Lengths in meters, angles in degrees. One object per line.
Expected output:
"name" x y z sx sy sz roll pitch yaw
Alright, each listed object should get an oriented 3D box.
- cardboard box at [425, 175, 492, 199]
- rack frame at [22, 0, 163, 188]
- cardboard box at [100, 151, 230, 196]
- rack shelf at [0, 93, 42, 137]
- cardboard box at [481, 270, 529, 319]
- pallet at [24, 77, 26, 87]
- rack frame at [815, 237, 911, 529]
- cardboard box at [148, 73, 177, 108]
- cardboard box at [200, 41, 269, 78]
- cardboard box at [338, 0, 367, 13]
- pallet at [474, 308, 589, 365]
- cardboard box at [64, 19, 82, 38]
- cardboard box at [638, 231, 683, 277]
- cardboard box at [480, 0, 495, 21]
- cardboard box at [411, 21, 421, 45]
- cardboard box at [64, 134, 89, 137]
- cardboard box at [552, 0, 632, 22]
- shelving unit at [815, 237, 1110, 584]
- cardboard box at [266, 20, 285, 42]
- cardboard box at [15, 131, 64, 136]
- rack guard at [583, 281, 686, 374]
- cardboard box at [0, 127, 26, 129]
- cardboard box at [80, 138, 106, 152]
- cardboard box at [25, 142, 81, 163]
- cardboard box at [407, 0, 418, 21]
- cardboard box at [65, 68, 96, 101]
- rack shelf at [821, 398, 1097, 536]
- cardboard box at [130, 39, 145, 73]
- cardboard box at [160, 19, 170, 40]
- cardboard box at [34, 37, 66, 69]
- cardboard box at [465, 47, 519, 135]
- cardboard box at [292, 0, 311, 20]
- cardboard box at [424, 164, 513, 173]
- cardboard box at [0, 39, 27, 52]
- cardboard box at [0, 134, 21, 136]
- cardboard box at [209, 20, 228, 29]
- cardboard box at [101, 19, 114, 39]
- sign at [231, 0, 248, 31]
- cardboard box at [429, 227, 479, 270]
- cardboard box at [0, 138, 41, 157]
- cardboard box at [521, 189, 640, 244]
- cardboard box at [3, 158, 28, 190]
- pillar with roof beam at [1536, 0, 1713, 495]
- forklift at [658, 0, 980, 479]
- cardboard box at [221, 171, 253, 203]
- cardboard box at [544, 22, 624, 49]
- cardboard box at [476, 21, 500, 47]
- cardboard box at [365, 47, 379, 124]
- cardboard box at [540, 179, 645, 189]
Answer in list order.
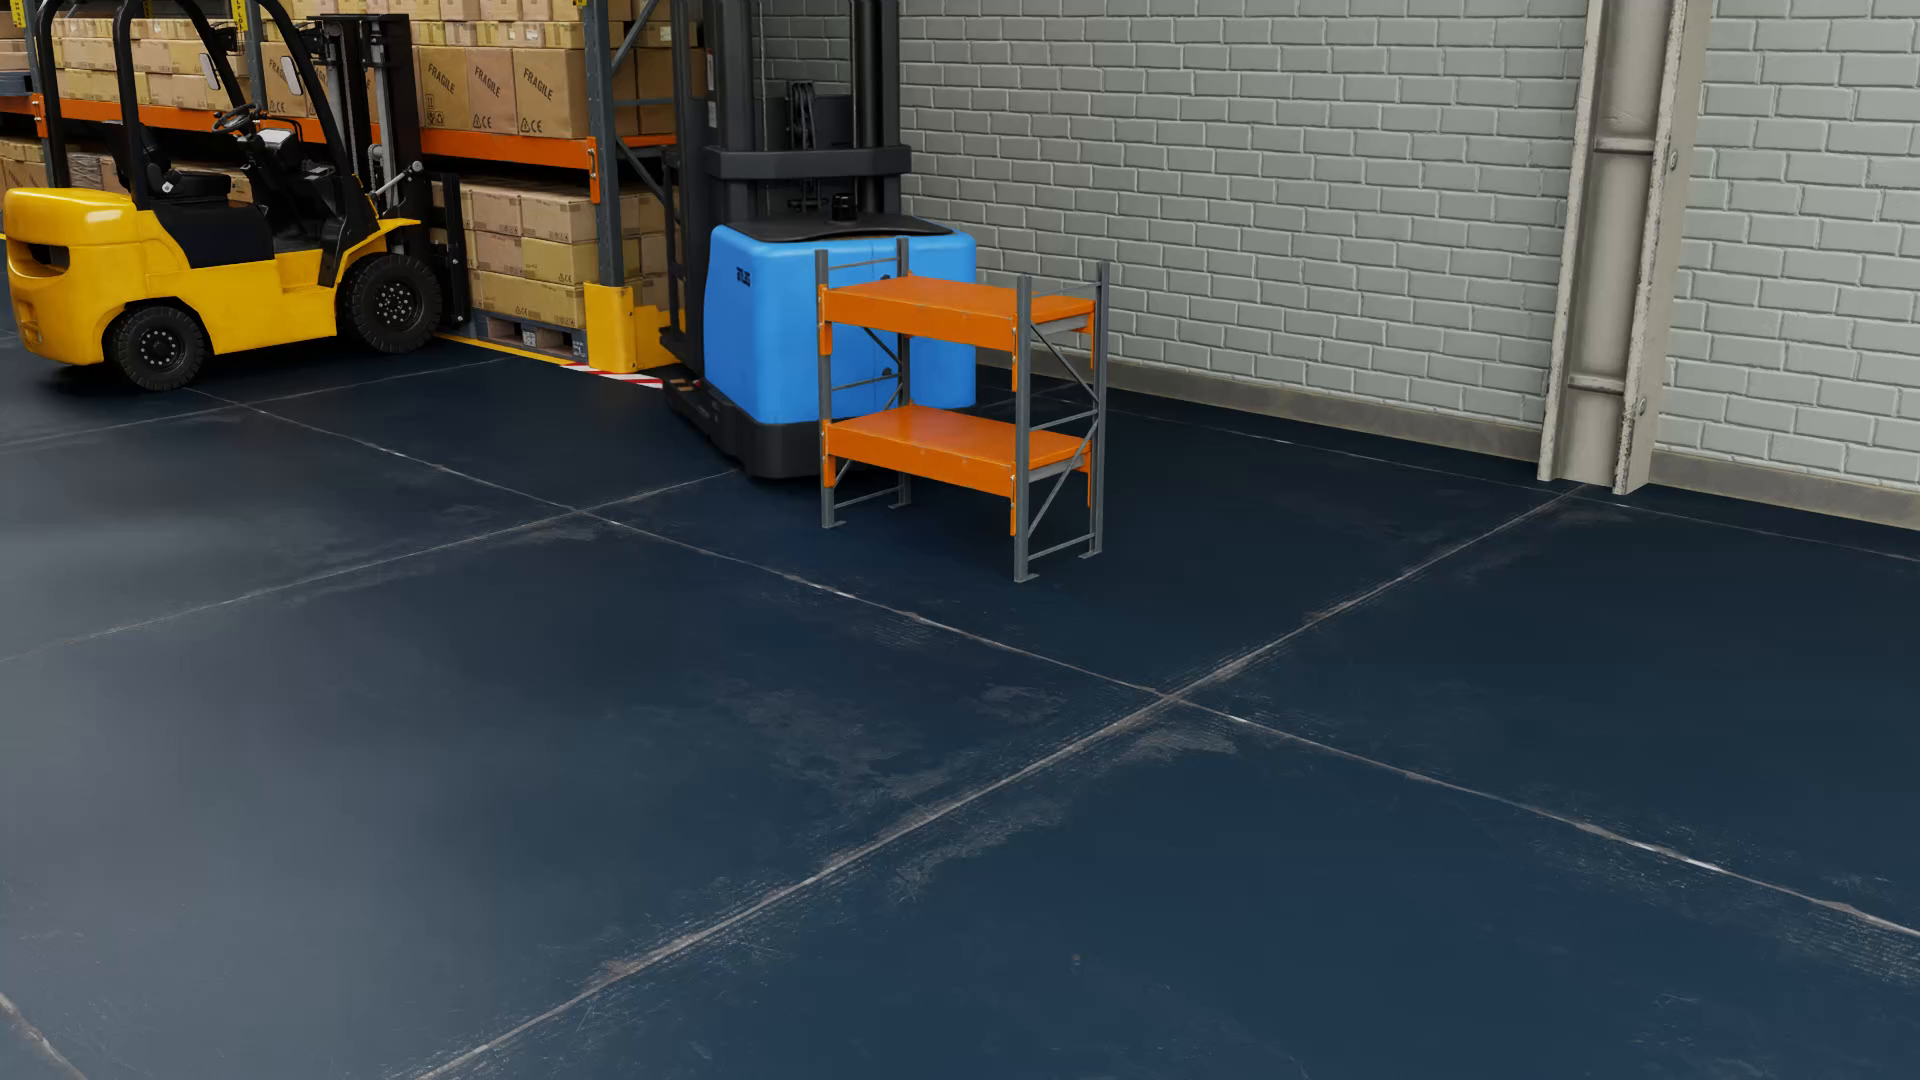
"cardboard box" -3.421 -2.251 10.945 0.500 0.250 0.500 14 23 38
"rack frame" -7.709 -4.166 14.779 0.127 3.000 1.000 15 23 39
"cardboard box" -6.758 -2.976 14.262 0.625 0.625 0.875 16 24 41
"rack shelf" -9.205 -4.224 16.153 4.000 0.370 1.077 15 23 39
"cardboard box" -2.653 -1.574 10.463 0.500 0.250 0.500 15 23 39
"pallet" -9.167 -4.464 16.035 1.213 0.211 1.003 15 23 39
"rack frame" -0.385 -0.640 6.767 0.032 1.125 0.500 15 23 39
"cardboard box" -5.999 -3.539 13.053 0.500 0.250 0.500 15 23 40
"cardboard box" -5.254 -3.570 12.324 0.500 0.250 0.500 14 23 38
"cardboard box" -3.887 -3.528 11.040 0.250 0.149 0.380 15 23 38
"pallet" -2.325 -1.374 10.593 1.213 0.211 1.003 15 23 39
"cardboard box" -7.257 -4.293 13.942 0.250 0.149 0.380 16 24 41
"cardboard box" -1.940 -1.829 10.440 0.500 0.250 0.500 16 23 40
"cardboard box" -2.689 -3.238 10.126 0.250 0.149 0.380 15 23 40
"cardboard box" -3.274 -3.245 10.640 0.250 0.149 0.380 15 23 39
"cardboard box" -8.682 -3.867 16.204 0.250 0.149 0.380 14 23 38
"cardboard box" -2.134 -3.082 9.636 0.250 0.149 0.380 15 23 39
"shelving unit" -0.005 -0.538 6.446 1.048 1.125 0.538 15 23 39
"cardboard box" -4.654 -3.596 11.746 0.250 0.149 0.380 15 23 38
"cardboard box" -9.238 -4.028 16.710 0.250 0.149 0.380 15 23 40
"rack guard" -1.708 -1.363 10.080 0.348 0.500 1.175 15 23 39
"cardboard box" -9.847 -4.180 17.188 0.250 0.149 0.380 15 23 40
"cardboard box" -8.073 -3.718 15.735 0.250 0.149 0.380 16 24 41
"cardboard box" -8.247 -3.525 15.127 0.250 0.149 0.380 14 22 37
"cardboard box" -3.285 -3.389 10.602 0.250 0.149 0.380 15 23 40
"cardboard box" -7.167 -3.848 14.025 0.500 0.250 0.500 14 23 38
"rack shelf" -0.005 -0.304 6.520 1.000 0.278 0.538 15 23 39
"cardboard box" -6.387 -3.881 13.304 0.500 0.250 0.500 15 23 40
"cardboard box" -5.913 -3.936 12.818 0.250 0.149 0.380 14 23 38
"cardboard box" -7.556 -4.182 14.253 0.500 0.250 0.500 15 23 39
"cardboard box" -2.650 -2.753 10.161 0.500 0.500 0.500 16 24 41
"cardboard box" -4.409 -3.702 11.588 0.250 0.149 0.380 15 23 40
"cardboard box" -3.463 -2.471 11.636 0.500 0.250 0.500 15 23 40
"cardboard box" -8.713 -4.433 15.175 0.500 0.250 0.500 14 22 37
"cardboard box" -9.370 -3.859 16.178 0.250 0.149 0.380 15 23 39
"cardboard box" -5.325 -3.785 12.343 0.250 0.149 0.380 15 23 38
"cardboard box" -6.694 -4.135 13.445 0.250 0.149 0.380 16 23 40
"sign" -5.070 -3.752 11.692 0.005 0.325 0.100 15 23 39
"cardboard box" -3.065 -1.916 10.716 0.500 0.250 0.500 14 23 38
"cardboard box" -8.806 -3.699 15.675 0.250 0.149 0.380 16 24 41
"cardboard box" -2.277 -1.947 9.988 0.500 0.250 0.500 16 24 41
"cardboard box" -8.536 -3.314 15.532 0.500 0.500 0.500 15 23 38
"pillar with roof beam" -0.018 -3.584 3.028 0.400 9.000 9.100 15 23 39
"forklift" -0.925 -2.069 8.285 1.130 2.935 3.031 -7 19 -21
"cardboard box" -5.115 -2.533 12.866 0.625 0.625 0.875 16 24 42
"cardboard box" -2.171 -2.922 9.624 0.250 0.149 0.380 15 23 40
"cardboard box" -2.713 -3.085 10.137 0.250 0.149 0.380 15 23 39
"cardboard box" -3.779 -3.060 11.129 0.500 0.500 0.500 15 23 39
"cardboard box" -2.336 -2.164 10.671 0.500 0.250 0.500 15 23 39
